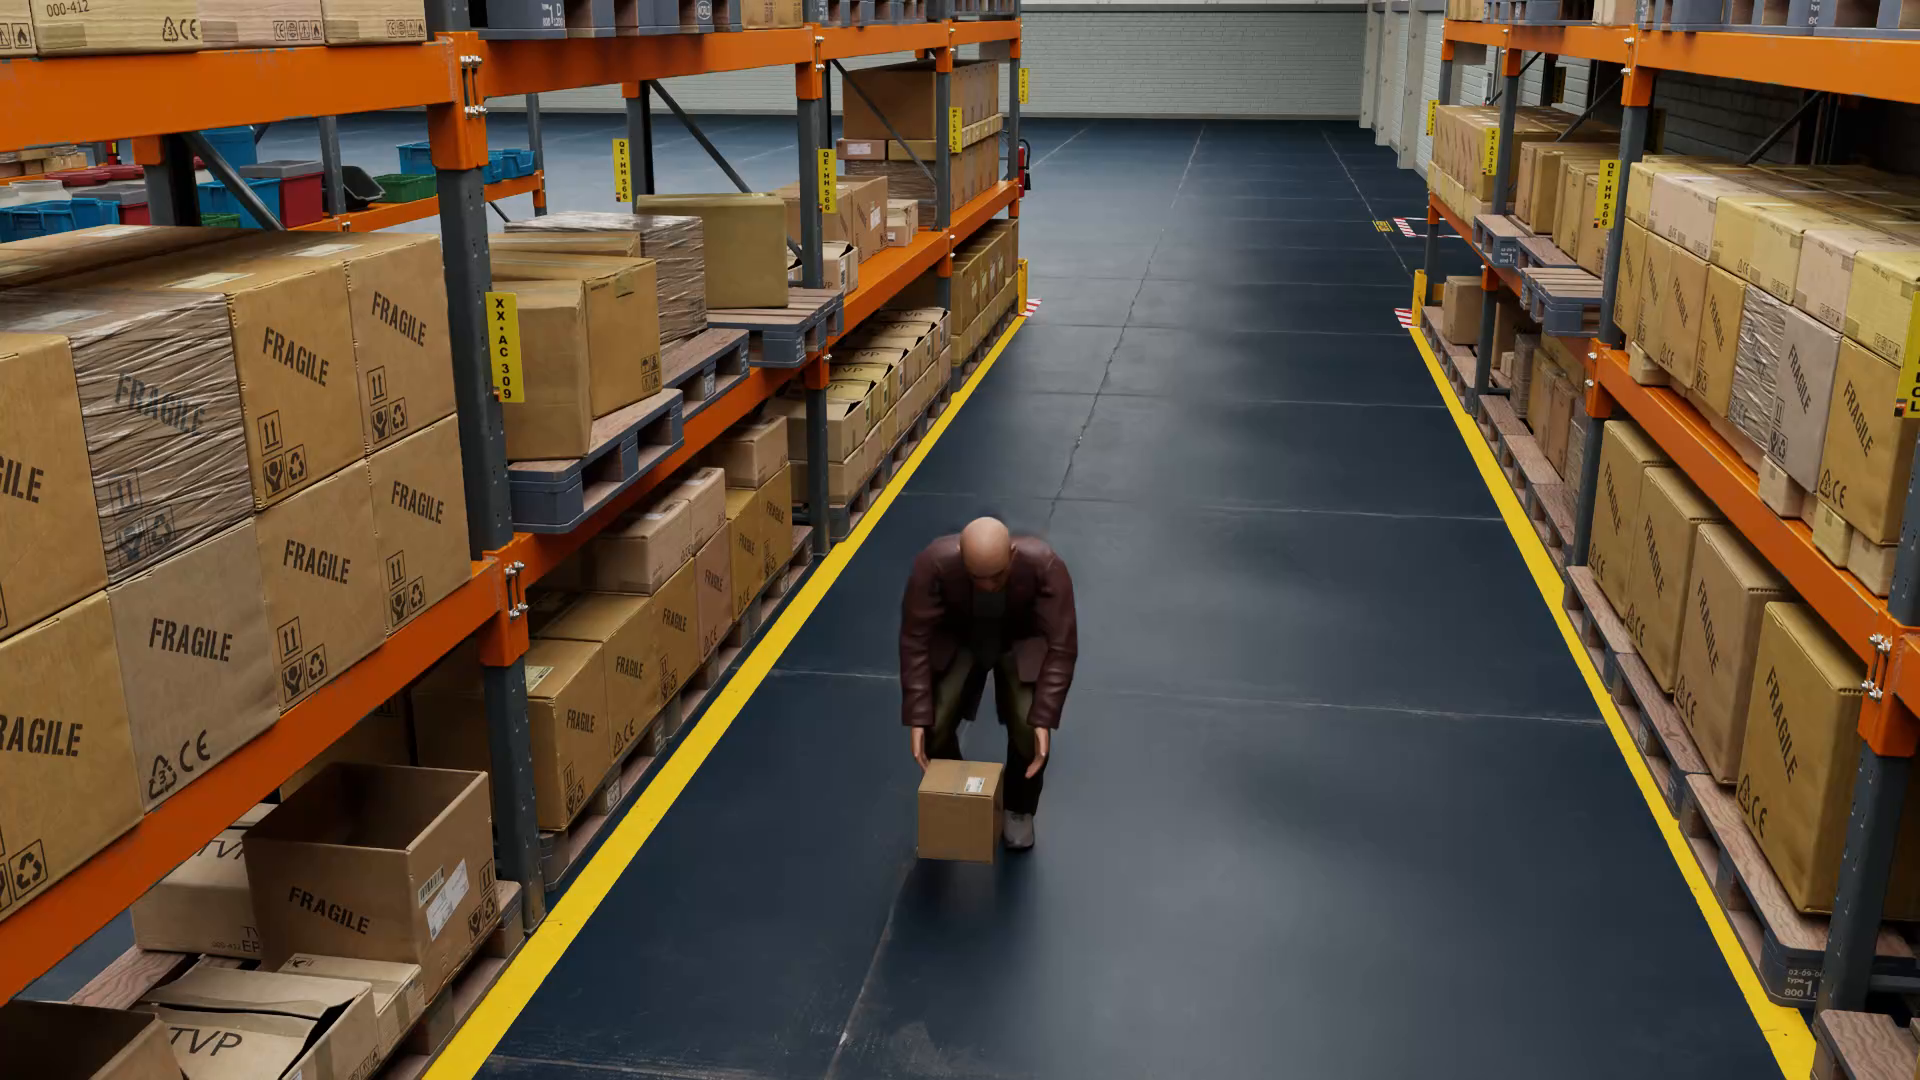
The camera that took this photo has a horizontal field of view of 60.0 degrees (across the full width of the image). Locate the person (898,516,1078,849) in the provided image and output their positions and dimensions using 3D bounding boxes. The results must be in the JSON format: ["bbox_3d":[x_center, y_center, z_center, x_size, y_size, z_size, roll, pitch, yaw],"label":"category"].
[{"bbox_3d":[0.113,0.470,5.902,0.631,1.292,0.776,3,18,9],"label":"person"}]
